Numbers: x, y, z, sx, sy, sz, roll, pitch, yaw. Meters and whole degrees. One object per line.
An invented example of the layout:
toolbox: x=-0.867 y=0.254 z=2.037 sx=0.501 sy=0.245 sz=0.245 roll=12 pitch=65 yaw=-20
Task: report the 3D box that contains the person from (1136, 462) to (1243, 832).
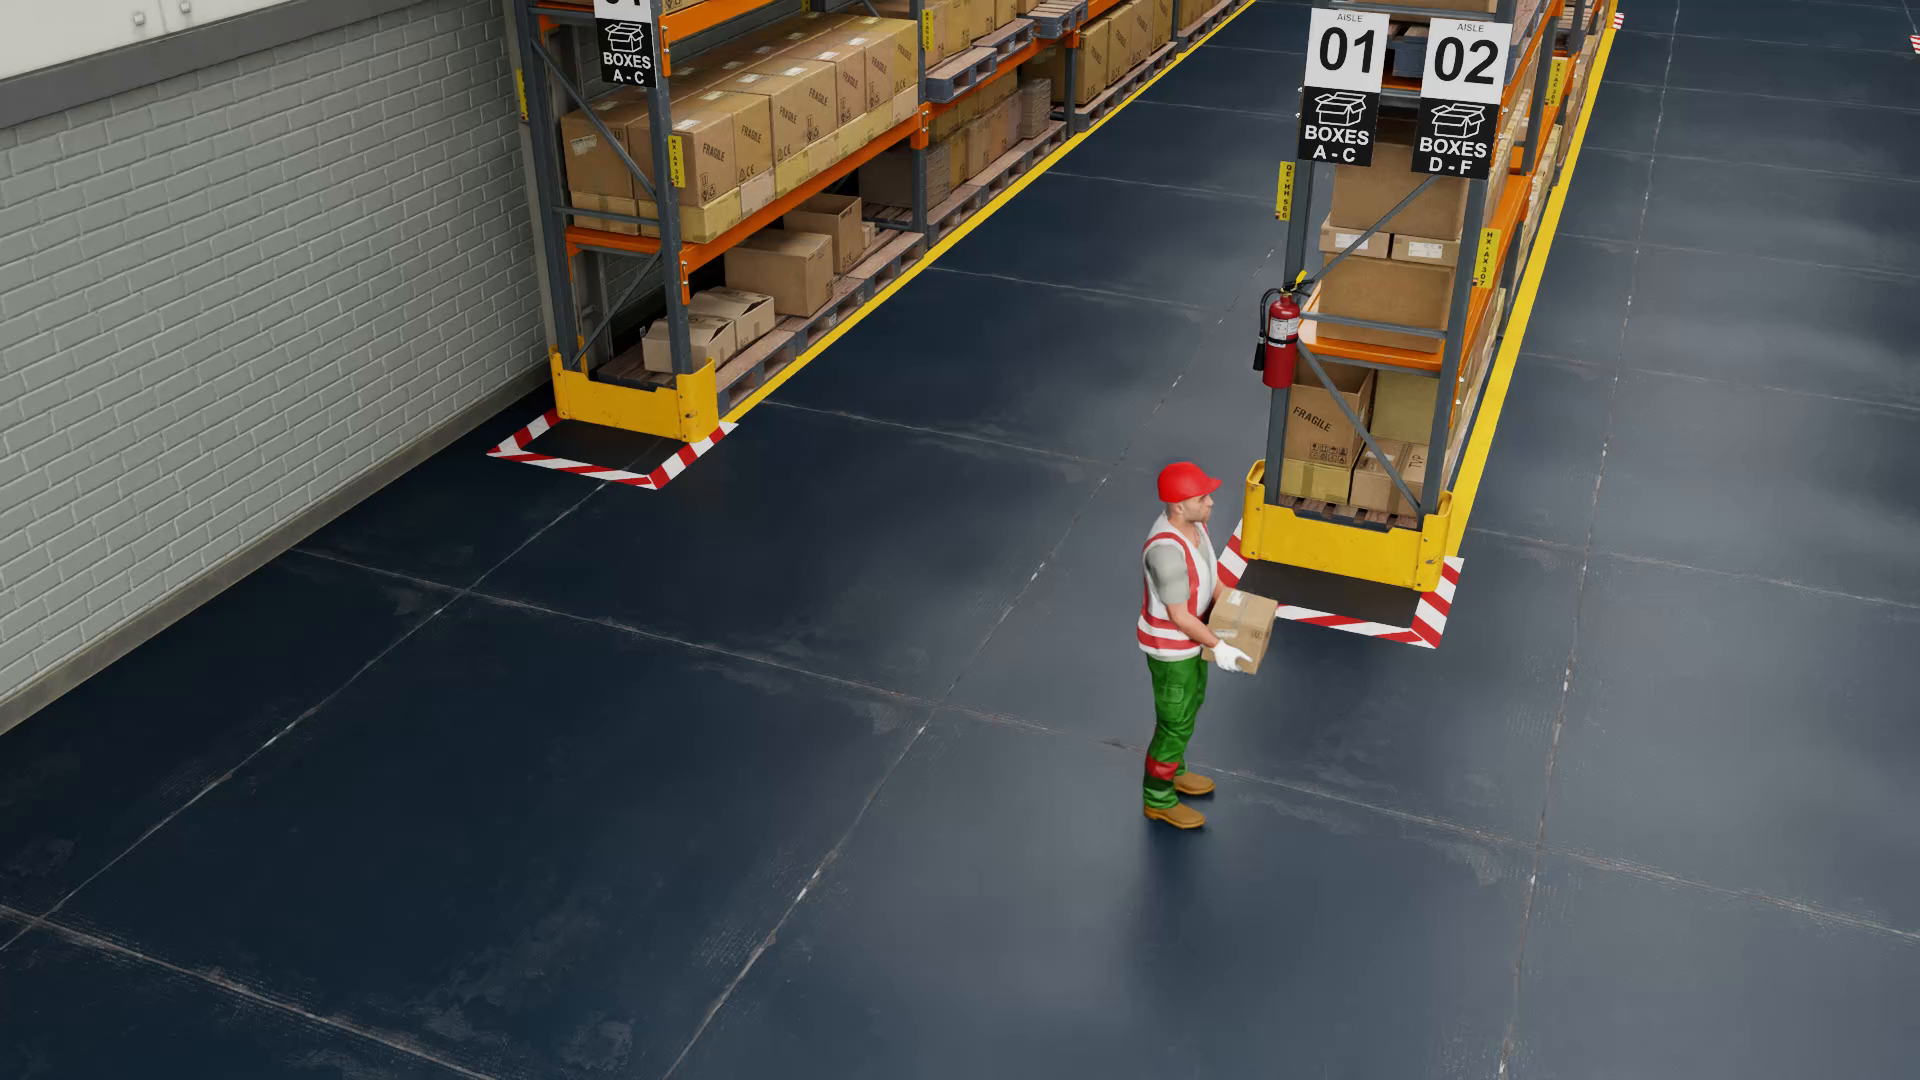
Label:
person: x=1.060 y=0.472 z=7.533 sx=0.508 sy=1.794 sz=0.528 roll=11 pitch=31 yaw=19
